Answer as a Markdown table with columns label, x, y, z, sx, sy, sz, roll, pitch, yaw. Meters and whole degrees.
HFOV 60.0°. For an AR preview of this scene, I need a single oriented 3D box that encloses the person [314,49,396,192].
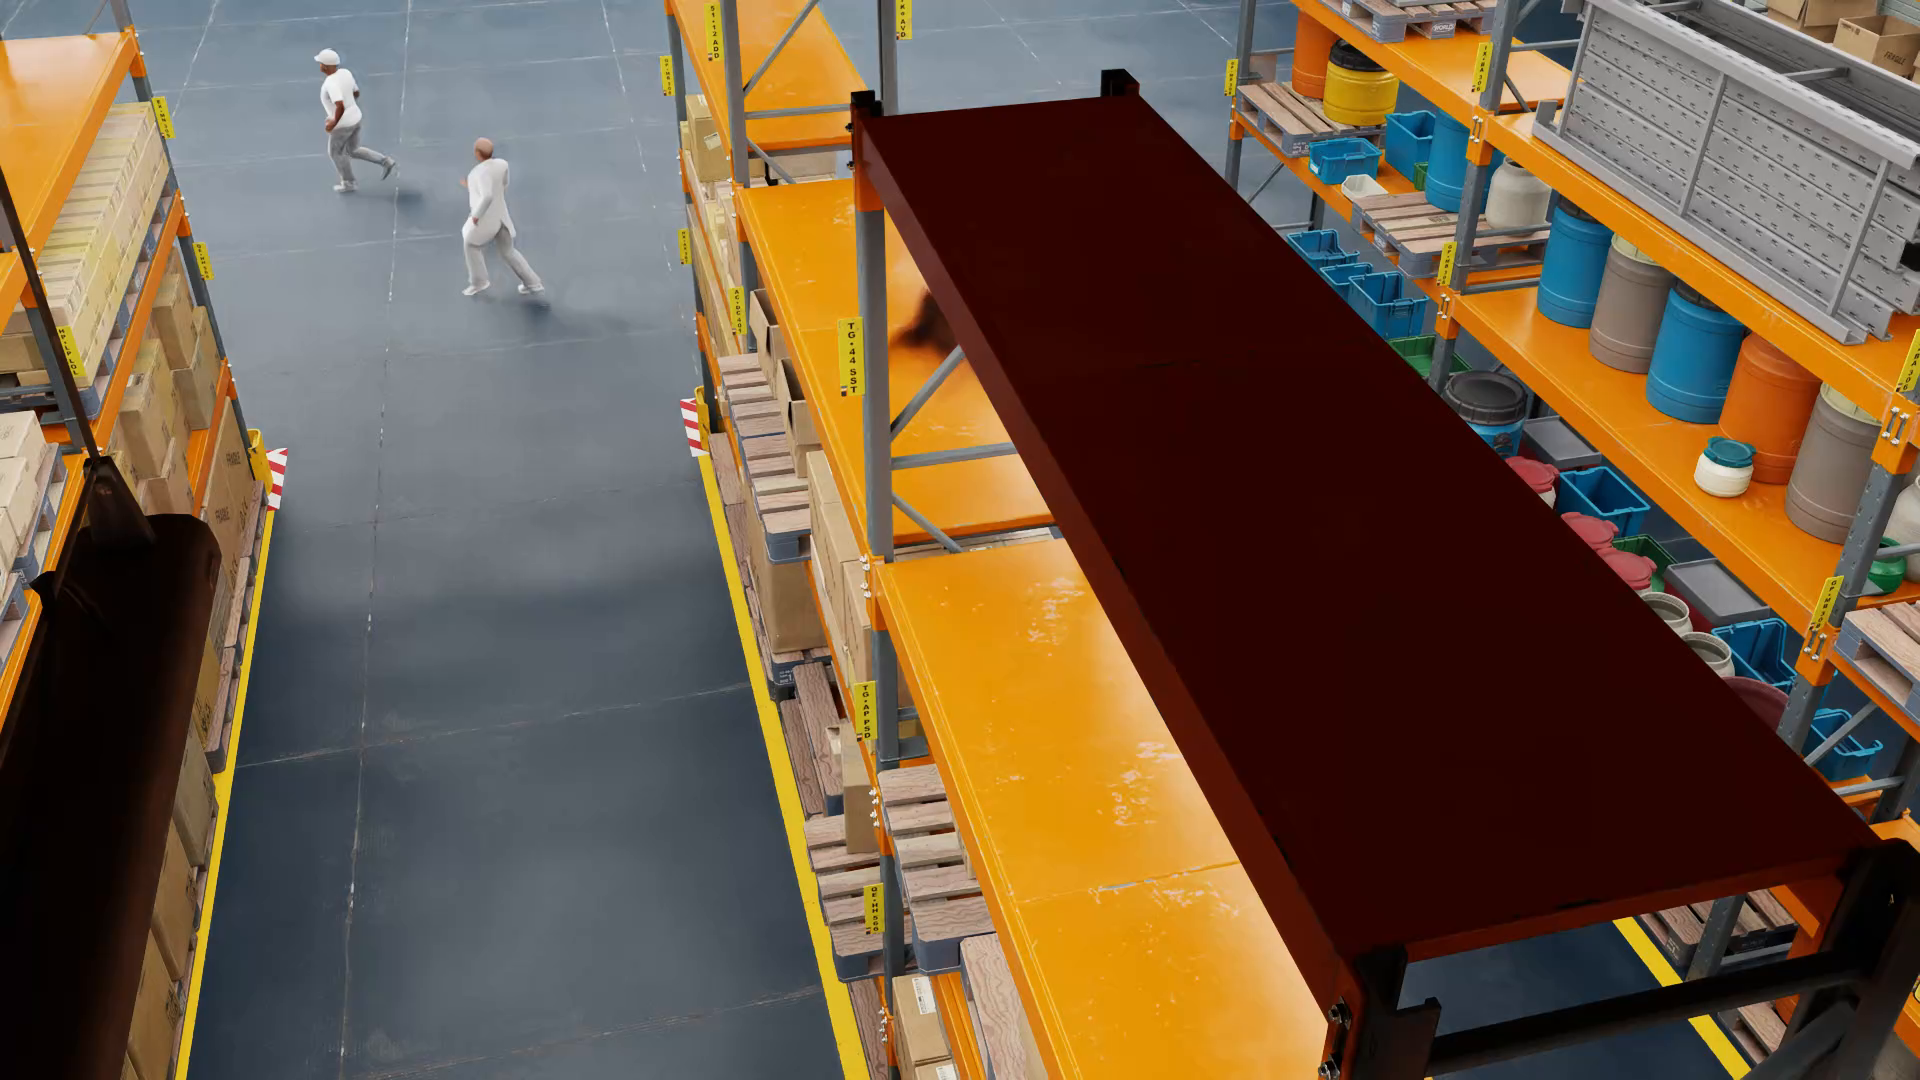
| label | x | y | z | sx | sy | sz | roll | pitch | yaw |
| --- | --- | --- | --- | --- | --- | --- | --- | --- | --- |
| person | -7.267 | -4.982 | 19.844 | 0.815 | 1.738 | 0.689 | 4 | 35 | 6 |

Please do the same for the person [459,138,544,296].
| label | x | y | z | sx | sy | sz | roll | pitch | yaw |
| --- | --- | --- | --- | --- | --- | --- | --- | --- | --- |
| person | -4.913 | -3.290 | 17.426 | 0.974 | 1.722 | 0.729 | 17 | 38 | 23 |
